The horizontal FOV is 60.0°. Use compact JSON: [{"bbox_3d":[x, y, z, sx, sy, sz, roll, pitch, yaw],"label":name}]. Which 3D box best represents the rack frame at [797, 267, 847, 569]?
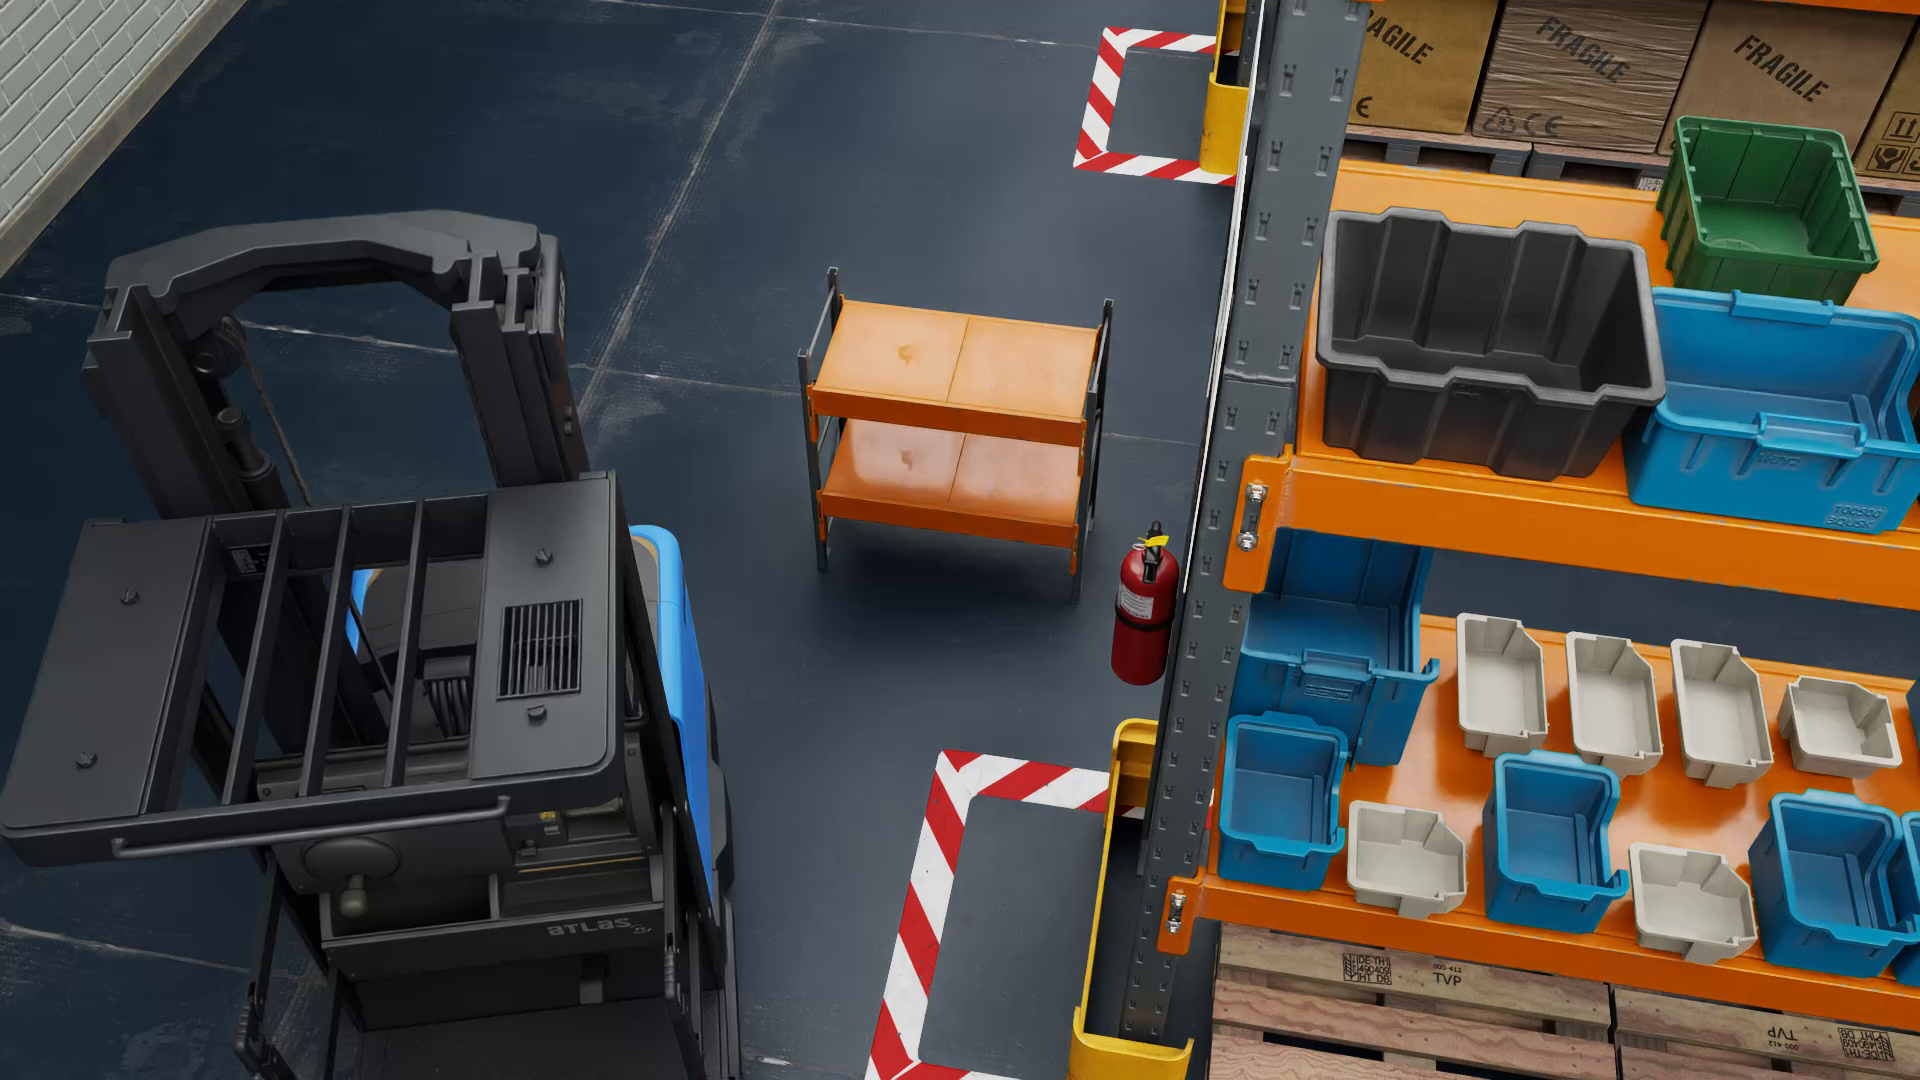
[{"bbox_3d":[-0.507,-0.444,6.365,0.032,1.125,0.500,8,49,7],"label":"rack frame"}]

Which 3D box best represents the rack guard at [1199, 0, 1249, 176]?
[{"bbox_3d":[1.473,-2.432,8.571,0.348,0.500,1.175,8,49,7],"label":"rack guard"}]

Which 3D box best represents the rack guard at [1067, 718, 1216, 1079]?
[{"bbox_3d":[0.590,1.203,5.305,0.348,0.500,1.175,8,49,7],"label":"rack guard"}]

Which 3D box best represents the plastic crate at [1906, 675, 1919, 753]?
[{"bbox_3d":[2.682,0.481,4.346,0.300,0.233,0.416,8,49,7],"label":"plastic crate"}]

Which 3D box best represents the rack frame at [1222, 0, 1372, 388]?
[{"bbox_3d":[0.616,-1.644,2.150,0.127,3.000,1.000,8,49,7],"label":"rack frame"}]

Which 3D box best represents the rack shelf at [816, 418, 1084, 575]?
[{"bbox_3d":[-0.007,-0.213,6.486,1.000,0.278,0.538,8,49,7],"label":"rack shelf"}]

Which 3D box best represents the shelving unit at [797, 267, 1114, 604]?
[{"bbox_3d":[-0.007,-0.377,6.304,1.048,1.125,0.538,8,49,7],"label":"shelving unit"}]

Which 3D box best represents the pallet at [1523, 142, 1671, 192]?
[{"bbox_3d":[3.494,-2.121,8.486,1.213,0.211,1.003,8,49,7],"label":"pallet"}]

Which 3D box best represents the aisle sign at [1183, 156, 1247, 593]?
[{"bbox_3d":[0.492,-0.300,3.227,0.004,0.787,0.394,8,49,7],"label":"aisle sign"}]

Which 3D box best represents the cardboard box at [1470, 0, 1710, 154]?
[{"bbox_3d":[3.036,-2.548,8.141,0.875,0.875,0.875,8,49,7],"label":"cardboard box"}]

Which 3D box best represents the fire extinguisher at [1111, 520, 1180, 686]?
[{"bbox_3d":[0.548,0.159,4.866,0.183,0.674,0.296,8,49,7],"label":"fire extinguisher"}]

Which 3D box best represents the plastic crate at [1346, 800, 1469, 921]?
[{"bbox_3d":[1.101,0.806,4.119,0.298,0.136,0.250,8,49,7],"label":"plastic crate"}]

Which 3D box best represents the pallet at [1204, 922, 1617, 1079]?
[{"bbox_3d":[1.420,1.430,5.295,1.213,0.211,1.003,8,49,7],"label":"pallet"}]

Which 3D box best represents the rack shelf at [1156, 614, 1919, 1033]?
[{"bbox_3d":[2.584,0.866,4.411,4.000,0.370,1.077,8,49,7],"label":"rack shelf"}]

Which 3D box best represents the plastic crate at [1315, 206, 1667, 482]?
[{"bbox_3d":[0.945,-0.343,3.085,0.590,0.269,0.497,8,49,7],"label":"plastic crate"}]

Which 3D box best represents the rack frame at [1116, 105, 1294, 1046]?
[{"bbox_3d":[0.616,0.361,4.381,0.127,3.000,1.000,8,49,7],"label":"rack frame"}]

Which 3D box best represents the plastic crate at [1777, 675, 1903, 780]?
[{"bbox_3d":[2.306,0.498,4.395,0.250,0.136,0.298,8,49,7],"label":"plastic crate"}]

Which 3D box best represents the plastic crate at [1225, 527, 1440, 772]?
[{"bbox_3d":[0.978,0.236,4.429,0.499,0.435,0.616,8,49,7],"label":"plastic crate"}]

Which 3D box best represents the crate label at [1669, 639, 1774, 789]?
[{"bbox_3d":[2.011,0.472,4.418,0.243,0.136,0.396,8,49,7],"label":"crate label"}]

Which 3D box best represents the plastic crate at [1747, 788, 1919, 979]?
[{"bbox_3d":[2.096,0.844,4.019,0.300,0.233,0.416,8,49,7],"label":"plastic crate"}]

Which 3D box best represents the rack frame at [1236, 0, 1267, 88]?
[{"bbox_3d":[1.497,-3.265,7.639,0.127,3.000,1.000,8,49,7],"label":"rack frame"}]

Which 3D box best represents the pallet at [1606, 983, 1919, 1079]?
[{"bbox_3d":[2.617,1.593,5.148,1.213,0.211,1.003,8,49,7],"label":"pallet"}]

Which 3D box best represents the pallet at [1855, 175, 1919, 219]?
[{"bbox_3d":[4.698,-1.961,8.342,1.213,0.211,1.003,8,49,7],"label":"pallet"}]

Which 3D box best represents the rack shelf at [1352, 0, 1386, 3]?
[{"bbox_3d":[2.584,-1.006,2.328,4.000,0.370,1.077,8,49,7],"label":"rack shelf"}]

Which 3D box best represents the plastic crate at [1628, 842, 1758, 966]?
[{"bbox_3d":[1.769,0.895,4.038,0.298,0.136,0.250,8,49,7],"label":"plastic crate"}]

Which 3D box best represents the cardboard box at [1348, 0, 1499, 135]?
[{"bbox_3d":[2.141,-2.669,8.250,0.875,0.875,0.875,8,49,7],"label":"cardboard box"}]

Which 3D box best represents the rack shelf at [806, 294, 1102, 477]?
[{"bbox_3d":[-0.007,-0.572,6.087,1.000,0.278,0.538,8,49,7],"label":"rack shelf"}]

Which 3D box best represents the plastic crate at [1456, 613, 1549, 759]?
[{"bbox_3d":[1.450,0.404,4.479,0.243,0.136,0.396,8,49,7],"label":"plastic crate"}]

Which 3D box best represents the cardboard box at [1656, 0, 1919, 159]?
[{"bbox_3d":[3.912,-2.431,8.036,0.875,0.875,0.875,8,49,7],"label":"cardboard box"}]

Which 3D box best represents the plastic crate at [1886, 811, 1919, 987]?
[{"bbox_3d":[2.391,0.884,3.983,0.300,0.233,0.416,8,49,7],"label":"plastic crate"}]

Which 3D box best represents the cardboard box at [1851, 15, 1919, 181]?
[{"bbox_3d":[4.798,-2.312,7.929,0.875,0.875,0.875,8,49,7],"label":"cardboard box"}]

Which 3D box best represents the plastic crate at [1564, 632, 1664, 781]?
[{"bbox_3d":[1.733,0.453,4.435,0.243,0.136,0.396,8,49,7],"label":"plastic crate"}]

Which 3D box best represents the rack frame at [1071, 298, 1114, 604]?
[{"bbox_3d":[0.494,-0.310,6.244,0.032,1.125,0.500,8,49,7],"label":"rack frame"}]

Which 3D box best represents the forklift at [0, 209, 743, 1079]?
[{"bbox_3d":[-1.221,0.816,4.018,1.130,2.935,3.031,-6,48,-5],"label":"forklift"}]

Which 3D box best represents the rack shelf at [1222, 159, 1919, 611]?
[{"bbox_3d":[2.584,-0.137,3.295,4.000,0.370,1.077,8,49,7],"label":"rack shelf"}]

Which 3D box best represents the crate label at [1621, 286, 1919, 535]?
[{"bbox_3d":[1.466,-0.234,2.999,0.502,0.251,0.408,8,49,7],"label":"crate label"}]

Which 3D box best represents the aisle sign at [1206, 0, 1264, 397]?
[{"bbox_3d":[0.597,-0.732,3.615,0.004,0.787,0.394,8,49,7],"label":"aisle sign"}]

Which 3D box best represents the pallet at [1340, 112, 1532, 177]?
[{"bbox_3d":[2.297,-2.284,8.633,1.213,0.211,1.003,8,49,7],"label":"pallet"}]

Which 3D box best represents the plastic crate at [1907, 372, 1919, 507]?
[{"bbox_3d":[2.070,-0.218,2.926,0.767,0.338,0.504,8,49,7],"label":"plastic crate"}]

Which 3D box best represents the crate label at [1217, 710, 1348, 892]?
[{"bbox_3d":[0.800,0.670,4.175,0.303,0.233,0.416,8,49,7],"label":"crate label"}]

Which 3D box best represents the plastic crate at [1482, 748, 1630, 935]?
[{"bbox_3d":[1.448,0.757,4.097,0.300,0.233,0.416,8,49,7],"label":"plastic crate"}]

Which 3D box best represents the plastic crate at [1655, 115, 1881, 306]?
[{"bbox_3d":[1.637,-0.650,3.415,0.336,0.188,0.450,8,49,7],"label":"plastic crate"}]
